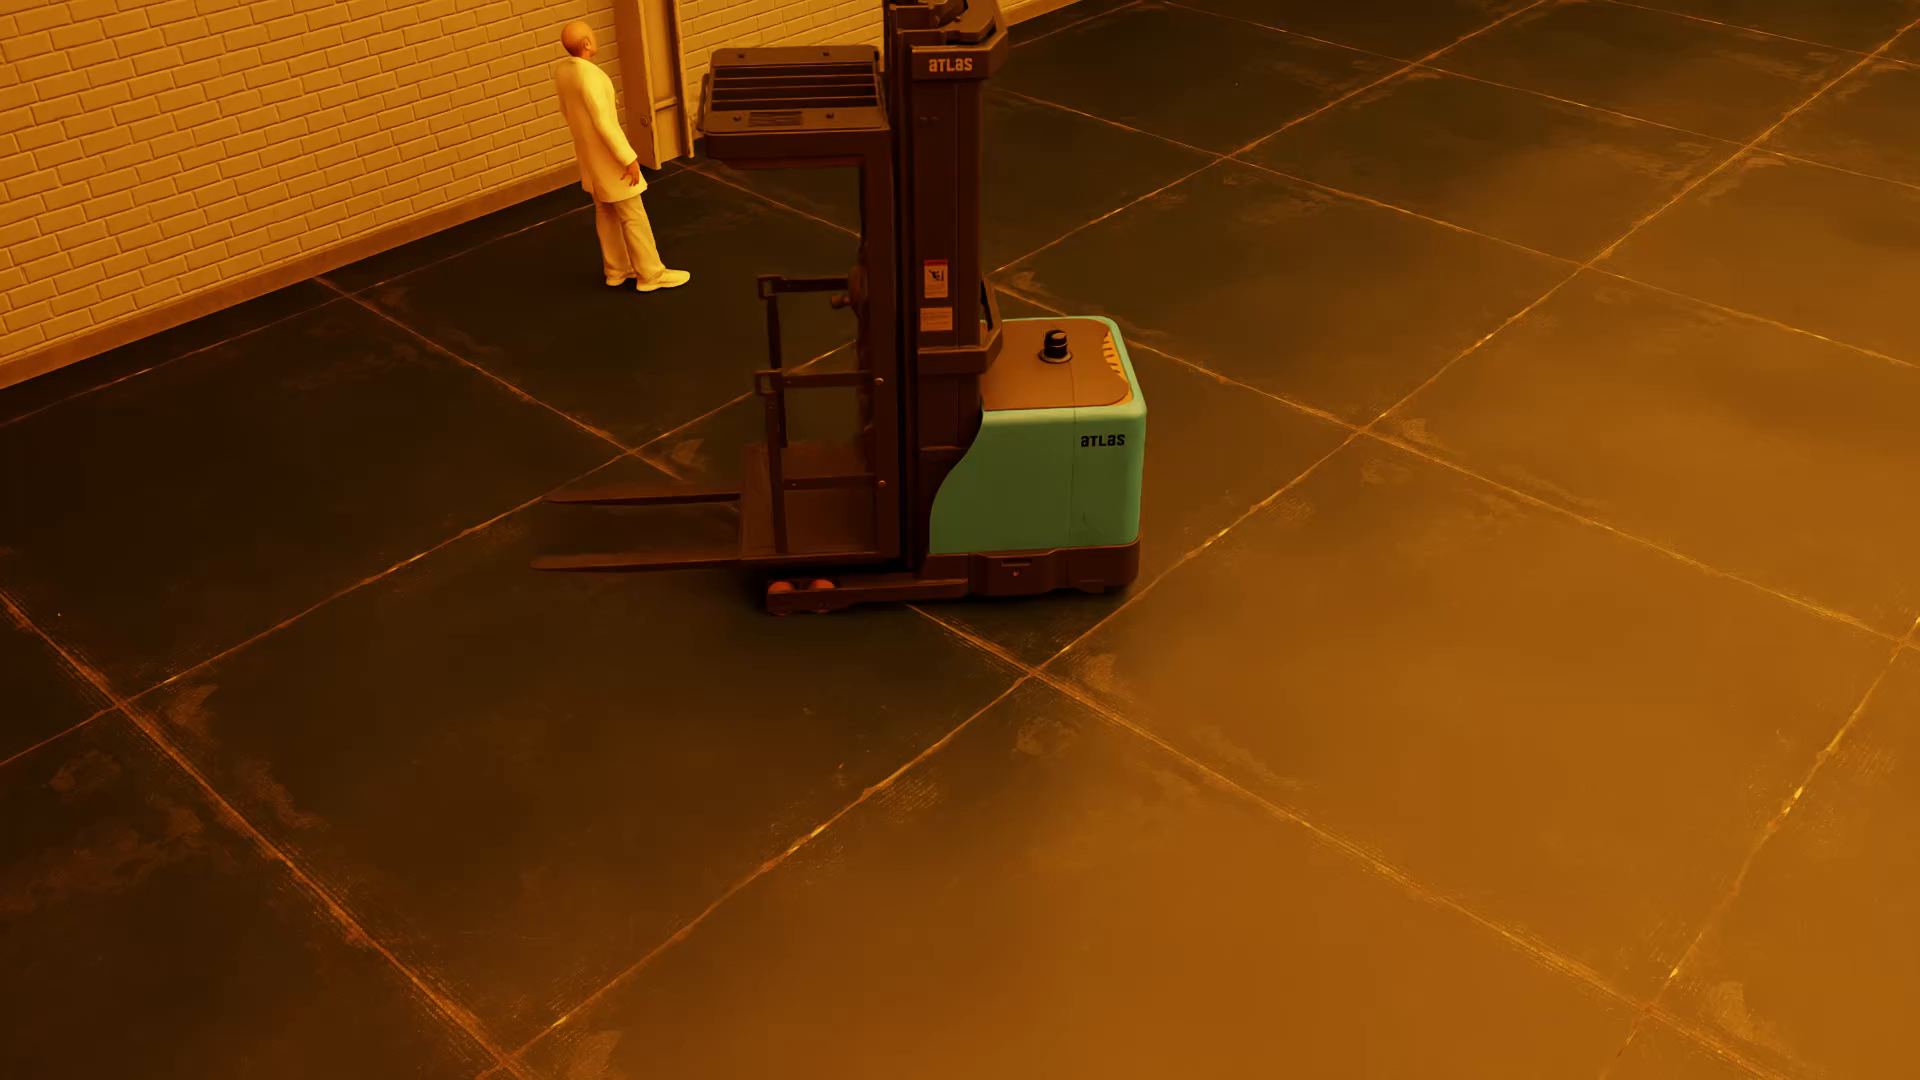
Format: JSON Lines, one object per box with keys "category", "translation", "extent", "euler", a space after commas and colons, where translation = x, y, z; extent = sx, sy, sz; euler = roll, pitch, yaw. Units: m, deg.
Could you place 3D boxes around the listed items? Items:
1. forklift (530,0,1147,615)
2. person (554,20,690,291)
{"category": "forklift", "translation": [-0.646, -1.147, 7.885], "extent": [3.031, 2.935, 1.130], "euler": [-3, 35, -4]}
{"category": "person", "translation": [-2.239, -2.525, 10.885], "extent": [0.582, 1.778, 0.698], "euler": [-24, 41, -30]}
